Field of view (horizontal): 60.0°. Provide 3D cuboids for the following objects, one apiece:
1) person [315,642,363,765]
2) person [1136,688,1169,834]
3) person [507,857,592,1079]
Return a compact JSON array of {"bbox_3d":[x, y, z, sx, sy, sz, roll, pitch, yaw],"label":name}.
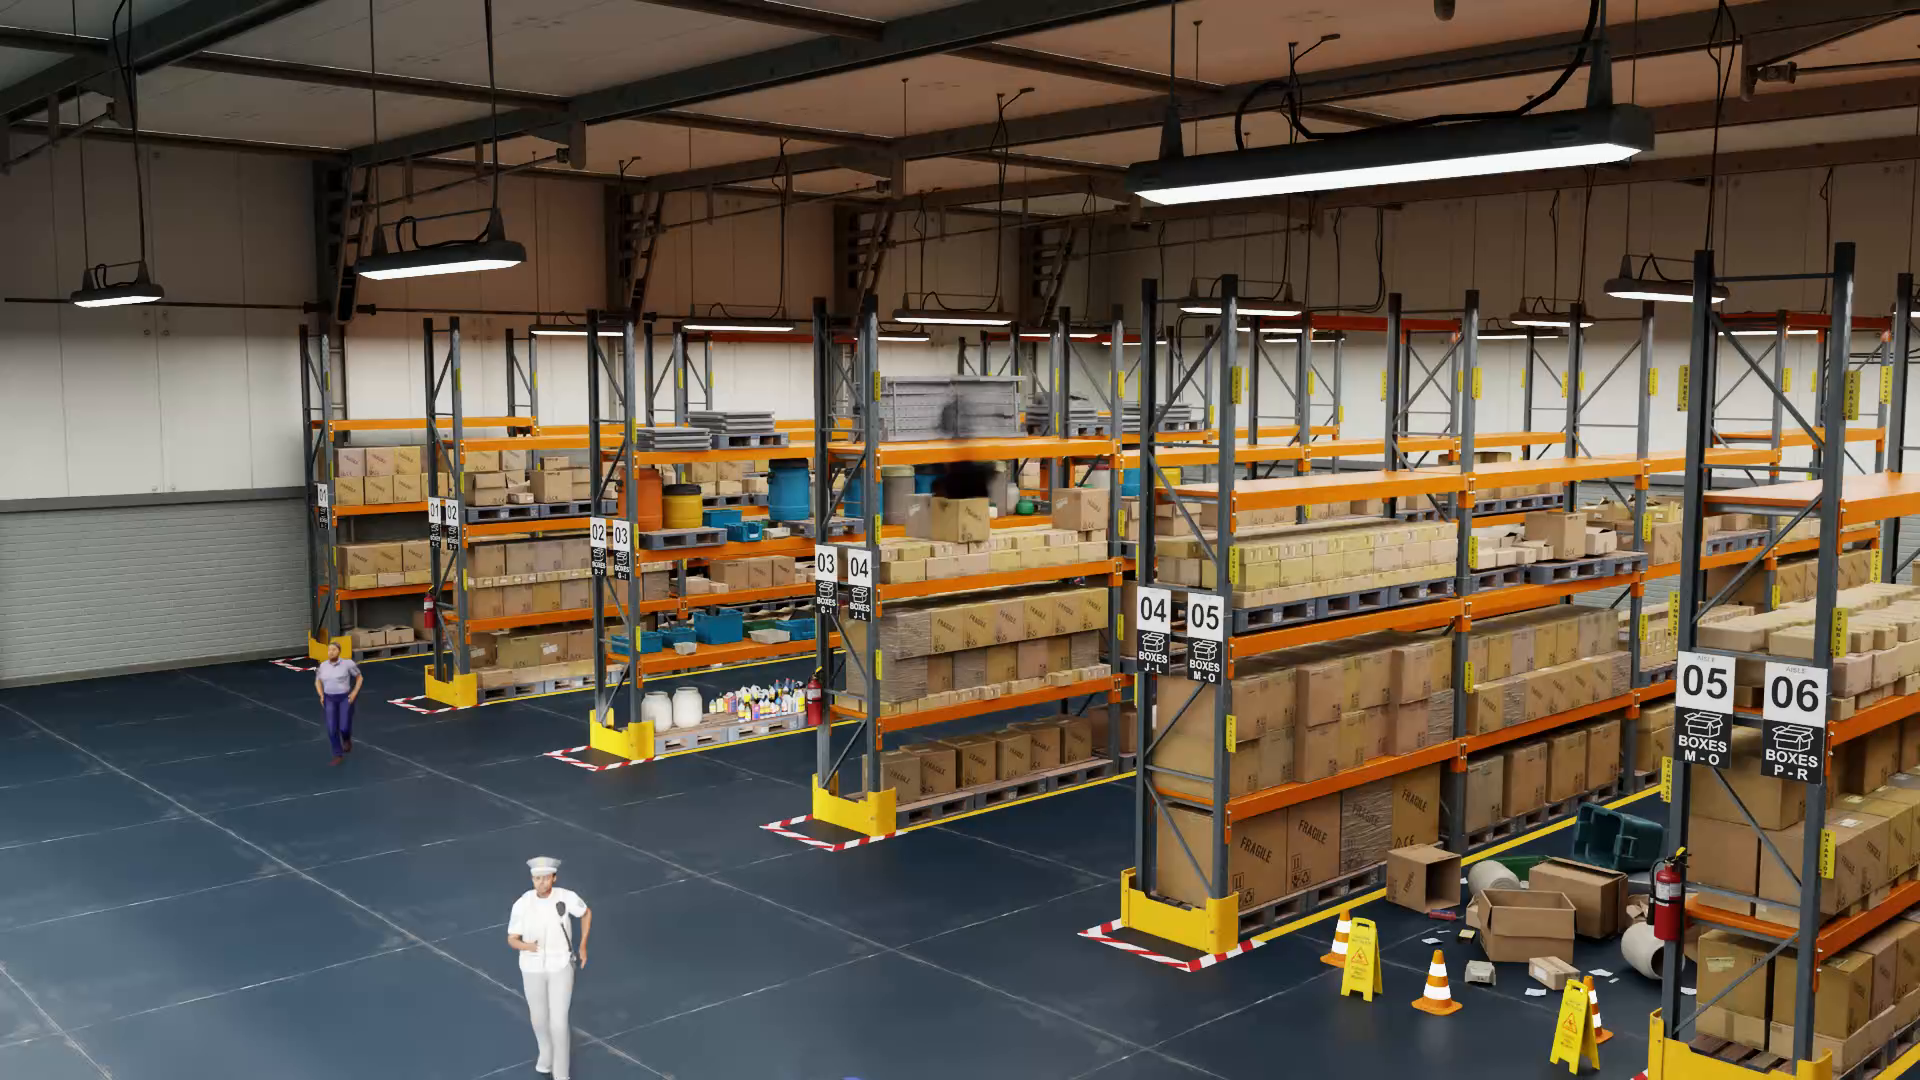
[{"bbox_3d":[-8.243,2.152,22.062,0.603,1.617,0.541,-1,6,-8],"label":"person"},{"bbox_3d":[2.249,2.457,18.315,0.719,1.770,0.741,5,8,41],"label":"person"},{"bbox_3d":[-2.955,3.118,11.969,0.546,1.757,0.782,0,6,-3],"label":"person"}]
